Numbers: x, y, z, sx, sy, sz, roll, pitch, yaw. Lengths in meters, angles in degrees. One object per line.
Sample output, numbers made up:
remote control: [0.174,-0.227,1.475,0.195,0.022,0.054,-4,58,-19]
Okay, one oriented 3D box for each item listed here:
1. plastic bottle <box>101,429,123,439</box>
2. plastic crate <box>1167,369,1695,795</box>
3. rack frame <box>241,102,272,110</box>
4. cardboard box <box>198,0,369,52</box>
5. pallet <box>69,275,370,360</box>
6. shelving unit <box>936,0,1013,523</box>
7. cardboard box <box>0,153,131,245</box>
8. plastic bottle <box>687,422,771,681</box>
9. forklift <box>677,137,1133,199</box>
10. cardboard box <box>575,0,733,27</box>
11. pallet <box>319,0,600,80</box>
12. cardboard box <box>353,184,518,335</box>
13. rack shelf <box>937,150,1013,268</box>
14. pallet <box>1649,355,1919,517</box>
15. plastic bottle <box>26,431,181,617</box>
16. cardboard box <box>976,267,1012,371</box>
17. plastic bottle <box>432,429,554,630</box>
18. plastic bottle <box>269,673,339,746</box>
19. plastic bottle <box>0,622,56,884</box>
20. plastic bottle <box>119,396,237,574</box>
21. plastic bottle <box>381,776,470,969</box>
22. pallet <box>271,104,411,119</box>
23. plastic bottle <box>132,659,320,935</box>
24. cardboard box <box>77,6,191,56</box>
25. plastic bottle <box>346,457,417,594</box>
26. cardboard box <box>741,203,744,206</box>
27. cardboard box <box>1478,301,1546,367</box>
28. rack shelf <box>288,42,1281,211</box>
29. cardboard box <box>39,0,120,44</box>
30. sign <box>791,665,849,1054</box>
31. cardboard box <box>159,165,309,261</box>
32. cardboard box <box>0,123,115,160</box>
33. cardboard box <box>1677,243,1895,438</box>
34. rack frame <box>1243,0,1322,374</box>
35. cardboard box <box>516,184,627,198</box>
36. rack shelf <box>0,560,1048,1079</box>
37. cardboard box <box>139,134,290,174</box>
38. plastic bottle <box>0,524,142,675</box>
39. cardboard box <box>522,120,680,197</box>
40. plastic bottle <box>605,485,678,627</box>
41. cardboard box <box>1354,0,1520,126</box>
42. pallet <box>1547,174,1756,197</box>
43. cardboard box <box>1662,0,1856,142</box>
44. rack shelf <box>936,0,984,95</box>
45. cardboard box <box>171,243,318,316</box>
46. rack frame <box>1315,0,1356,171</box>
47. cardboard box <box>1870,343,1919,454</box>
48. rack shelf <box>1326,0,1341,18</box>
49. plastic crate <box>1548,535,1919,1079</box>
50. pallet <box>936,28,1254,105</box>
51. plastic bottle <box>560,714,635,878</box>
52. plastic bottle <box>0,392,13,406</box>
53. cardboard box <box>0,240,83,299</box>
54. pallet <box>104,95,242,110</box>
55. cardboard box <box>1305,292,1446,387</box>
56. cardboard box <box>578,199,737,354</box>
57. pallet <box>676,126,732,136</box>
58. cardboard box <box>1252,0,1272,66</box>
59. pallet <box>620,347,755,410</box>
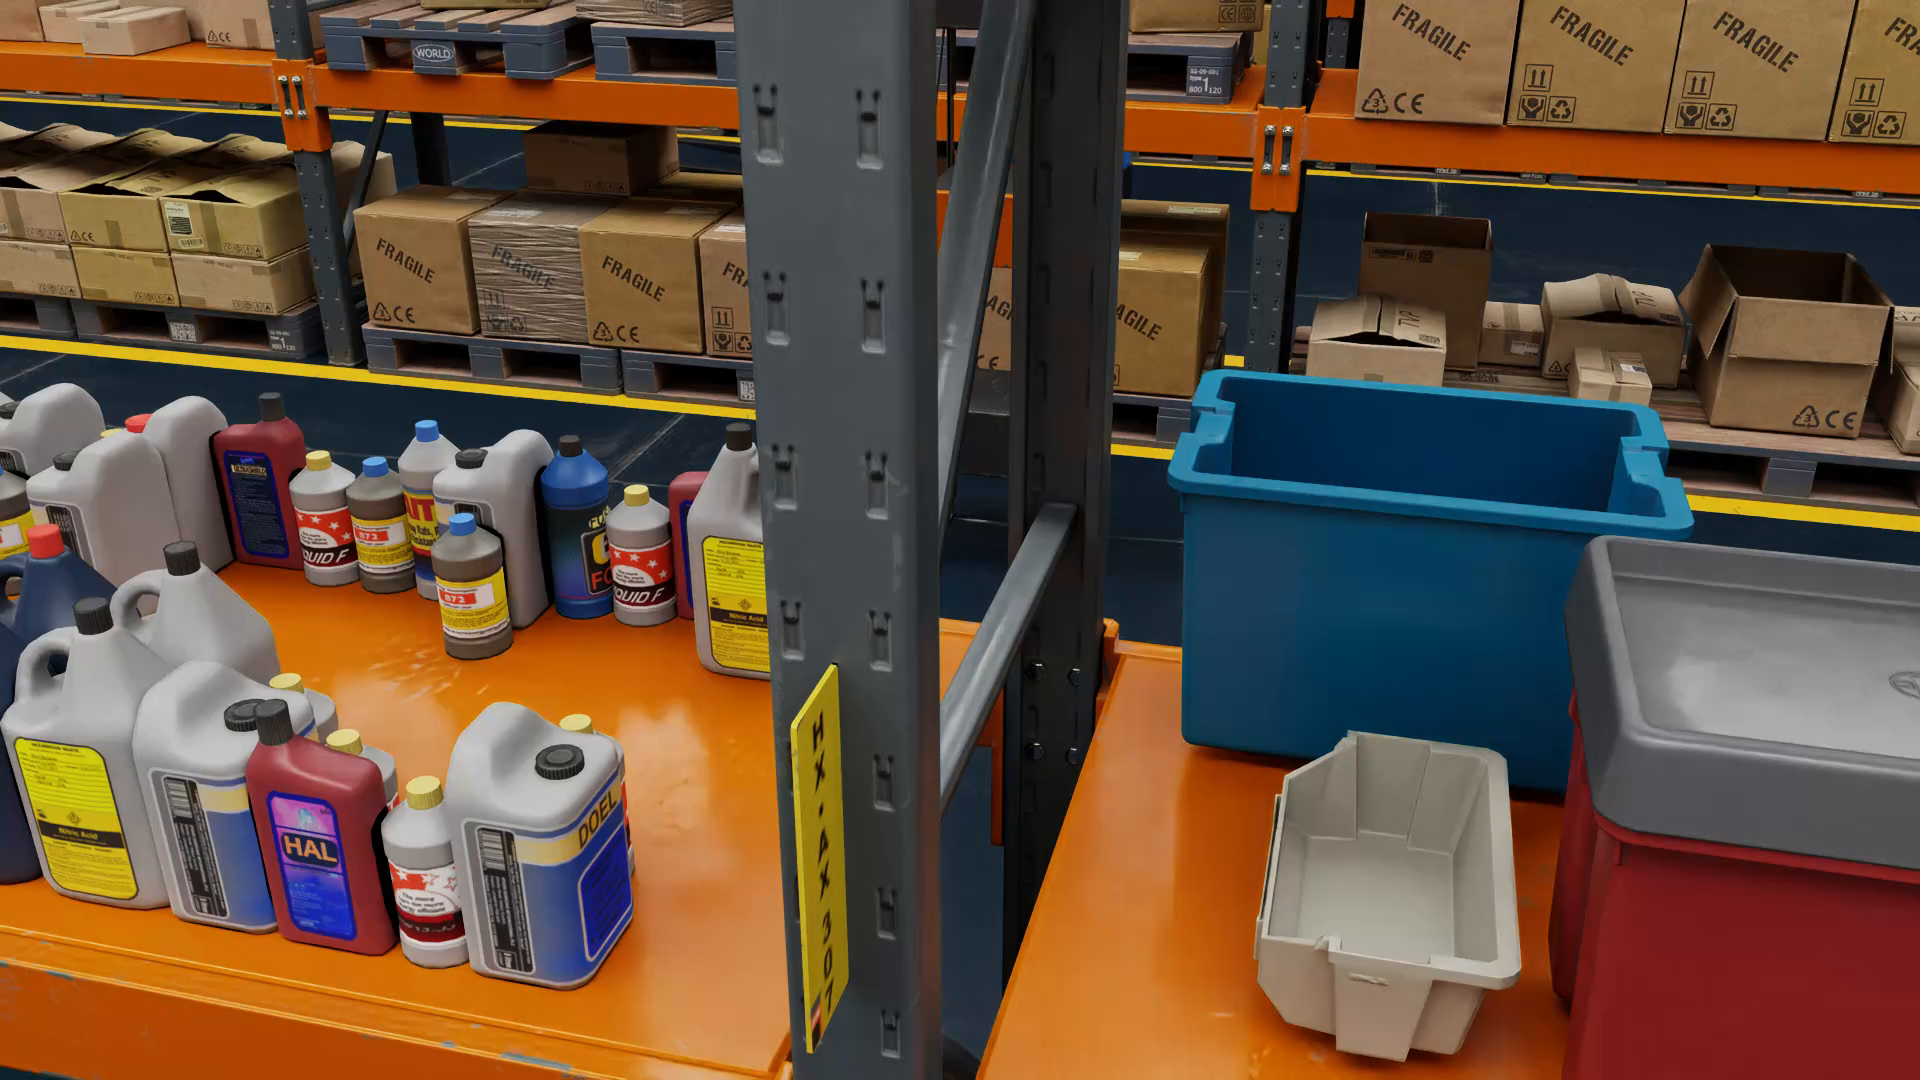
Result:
plastic bottle: [-1.331,-0.078,2.655,0.097,0.201,0.097,0,25,0]
plastic crate: [0.562,0.052,2.100,0.575,0.384,0.392,6,26,13]
rack frame: [-5.256,-4.817,12.379,0.127,3.000,1.000,6,26,13]
cardboard box: [-2.953,-2.343,7.286,0.500,0.311,0.500,8,27,16]
pallet: [-3.400,-1.172,7.965,1.213,0.211,1.003,6,26,13]
shelving unit: [0.160,-0.930,5.261,0.503,2.100,0.431,6,26,13]
cardboard box: [-4.174,-1.589,7.656,0.500,0.311,0.500,6,26,13]
plastic bottle: [-0.275,0.009,2.299,0.185,0.351,0.144,6,26,13]
forklift: [-0.568,-3.290,9.251,3.031,2.935,1.130,11,28,22]
cardboard box: [-1.136,-2.363,6.619,0.500,0.500,0.700,11,28,23]
pallet: [-1.938,-2.196,7.097,1.003,0.211,1.213,6,26,13]
cardboard box: [-2.242,-1.229,7.237,0.500,0.500,0.500,7,26,15]
rack shelf: [0.160,-0.918,5.267,0.480,0.518,0.431,6,26,13]
pallet: [3.112,-0.435,6.419,1.213,0.211,1.003,6,26,13]
plastic bottle: [-1.263,-0.024,2.456,0.135,0.276,0.152,6,26,13]
cardboard box: [0.236,-0.958,6.669,0.500,0.500,0.500,6,26,13]
plastic bottle: [-0.683,-0.028,2.463,0.135,0.276,0.152,6,26,13]
plastic bottle: [-0.778,0.253,1.961,0.097,0.201,0.097,0,25,0]
plastic bottle: [-1.126,0.204,1.889,0.185,0.351,0.144,6,26,13]
plastic bottle: [-1.226,-0.088,2.589,0.135,0.276,0.152,6,26,13]
plastic bottle: [-0.557,0.345,1.767,0.097,0.201,0.097,0,25,0]
pallet: [-4.501,-3.475,12.804,1.213,0.211,1.003,6,26,13]
plastic bottle: [-0.791,0.273,1.831,0.135,0.276,0.152,6,26,13]
cardboard box: [-3.552,-2.194,7.161,0.250,0.149,0.380,6,26,13]
plastic bottle: [-0.883,-0.028,2.551,0.097,0.201,0.097,0,25,0]
cardboard box: [-0.637,-1.285,7.355,0.500,0.500,0.500,5,26,11]
cardboard box: [2.262,-0.851,6.854,0.250,0.149,0.380,6,26,13]
rack shelf: [-0.675,-1.787,6.852,4.000,0.370,1.077,6,26,13]
cardboard box: [-3.861,-2.326,7.438,0.250,0.149,0.380,8,27,17]
sign: [-0.114,0.268,1.376,0.005,0.325,0.100,6,26,13]
cardboard box: [-3.181,-1.481,7.429,0.500,0.311,0.500,7,26,14]
cardboard box: [-4.548,-1.869,8.244,0.500,0.311,0.500,6,26,12]
cardboard box: [3.083,-0.771,6.271,0.637,0.503,0.797,6,26,13]
rack frame: [1.262,-1.898,6.247,0.127,3.000,1.000,6,26,13]
cardboard box: [-1.648,-1.394,7.584,0.500,0.500,0.500,7,26,15]
rack shelf: [-1.912,0.274,2.521,4.000,0.370,1.077,6,26,13]
cardboard box: [-3.557,-1.759,8.012,0.500,0.311,0.500,6,26,12]
plastic bottle: [-1.090,0.144,2.015,0.185,0.351,0.144,6,26,13]
cardboard box: [-1.592,-1.728,7.414,0.500,0.250,0.500,7,26,15]
plastic bottle: [-0.470,0.018,2.455,0.097,0.201,0.097,0,25,0]
cardboard box: [1.688,-1.775,5.873,0.500,0.500,0.500,7,26,14]
pallet: [4.394,-2.458,10.667,1.213,0.211,1.003,6,26,13]
cardboard box: [2.668,-1.667,5.646,0.500,0.500,0.500,6,26,13]
rack shelf: [0.160,-1.550,4.966,0.480,0.518,0.431,6,26,13]
cardboard box: [-3.182,-1.229,7.552,0.500,0.250,0.500,7,26,14]
rack frame: [2.492,-3.961,10.580,0.127,3.000,1.000,6,26,13]
cardboard box: [3.635,-0.497,5.991,0.500,0.250,0.500,6,26,13]
rack shelf: [0.555,-3.850,11.184,4.000,0.370,1.077,6,26,13]
plastic crate: [0.827,0.308,1.470,0.583,0.464,0.402,6,26,13]
pallet: [0.515,-1.942,6.564,1.213,0.211,1.003,6,26,13]
plastic bottle: [-0.425,0.292,1.879,0.097,0.201,0.097,0,25,0]
plastic bottle: [-1.556,-0.134,2.692,0.097,0.271,0.097,0,25,0]
cardboard box: [-4.169,-1.338,7.781,0.500,0.250,0.500,7,26,14]
pallet: [-5.915,-3.615,13.098,1.213,0.211,1.003,6,26,13]
cardboard box: [1.615,-0.748,6.447,0.500,0.311,0.500,6,26,13]
cardboard box: [-1.249,-1.119,7.007,0.500,0.500,0.500,6,26,12]
pallet: [-2.138,-3.214,12.256,1.213,0.211,1.003,6,26,13]
cardboard box: [1.830,-3.195,10.984,0.750,0.750,0.750,7,26,14]
pallet: [-0.721,-0.840,7.269,1.213,0.211,1.003,6,26,13]
